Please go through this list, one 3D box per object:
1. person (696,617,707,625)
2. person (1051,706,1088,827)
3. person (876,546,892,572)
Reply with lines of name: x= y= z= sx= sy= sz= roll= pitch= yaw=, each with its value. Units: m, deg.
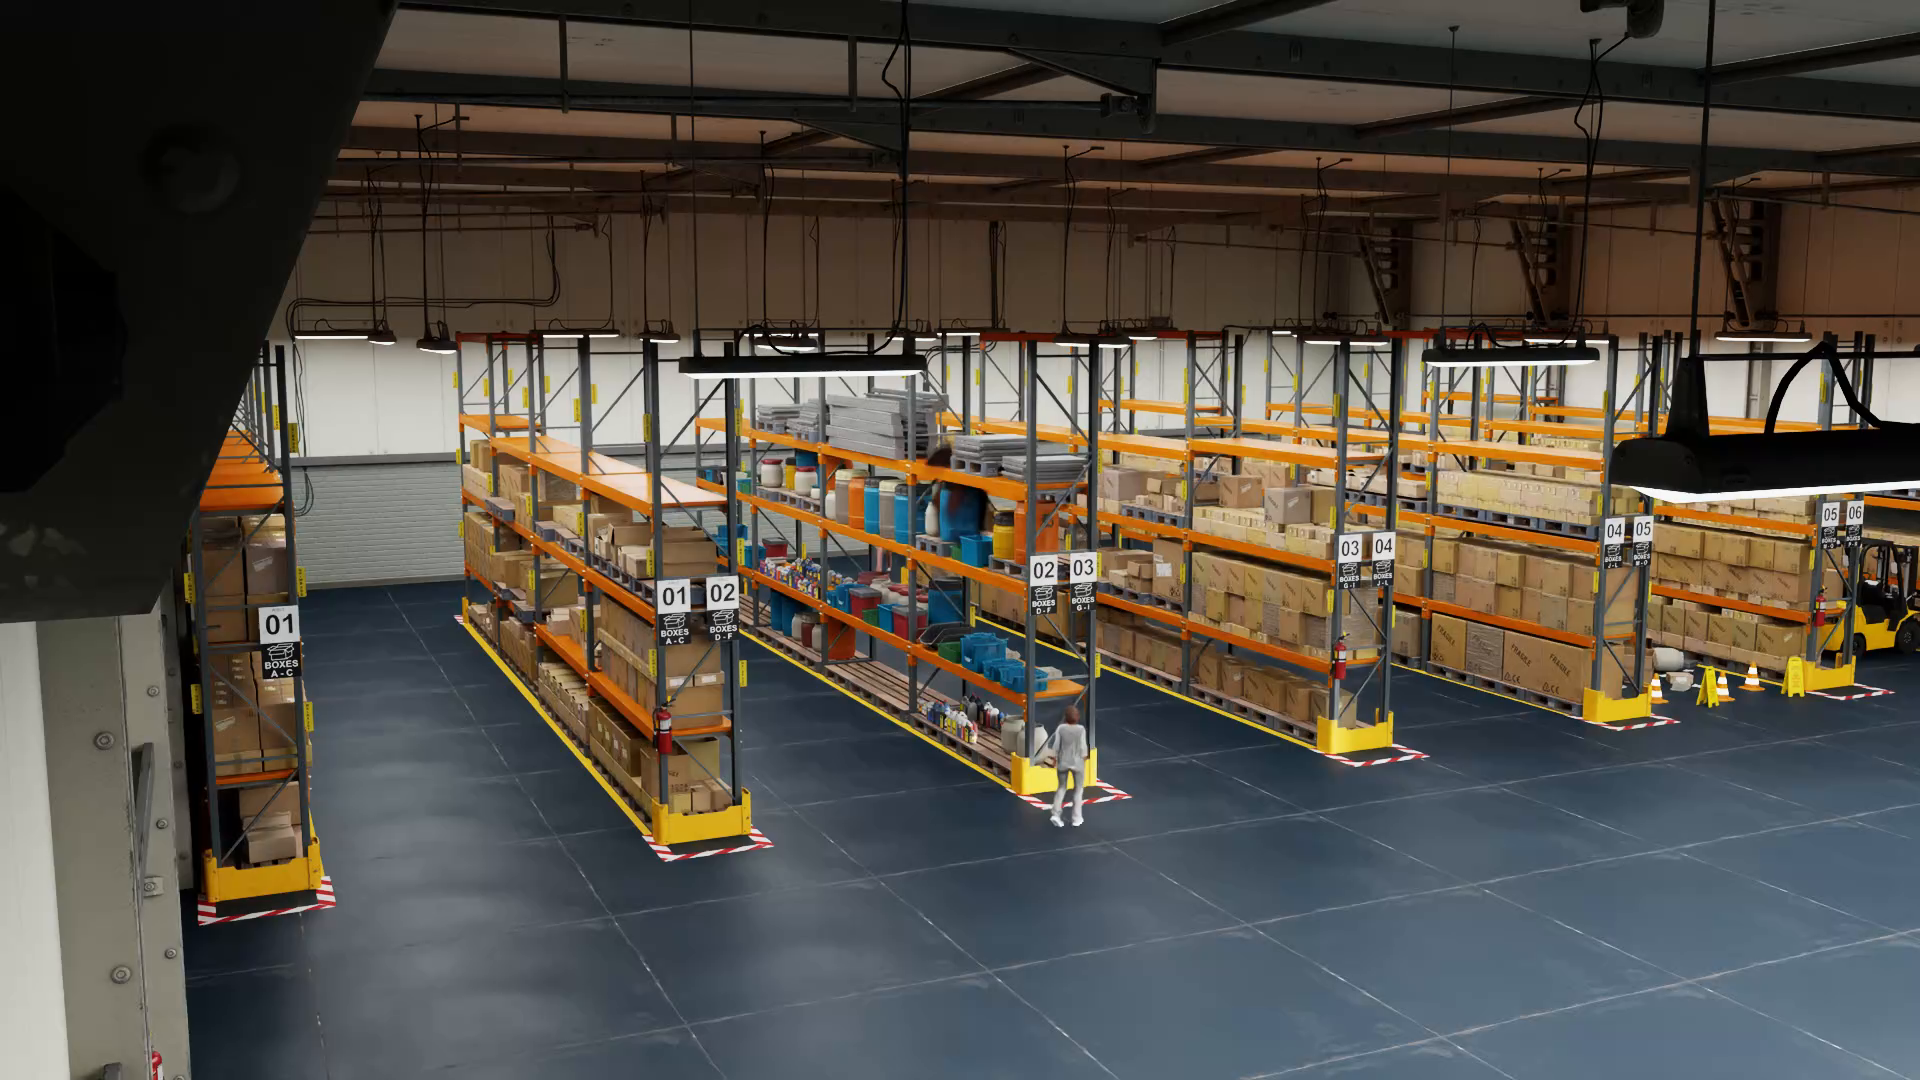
person: x=-5.046 y=1.209 z=32.421 sx=0.701 sy=1.540 sz=1.144 roll=-1 pitch=8 yaw=-10
person: x=1.365 y=2.792 z=20.659 sx=0.458 sy=1.571 sz=0.479 roll=3 pitch=8 yaw=20
person: x=-1.845 y=0.043 z=40.630 sx=0.465 sy=1.617 sz=1.069 roll=0 pitch=8 yaw=3
